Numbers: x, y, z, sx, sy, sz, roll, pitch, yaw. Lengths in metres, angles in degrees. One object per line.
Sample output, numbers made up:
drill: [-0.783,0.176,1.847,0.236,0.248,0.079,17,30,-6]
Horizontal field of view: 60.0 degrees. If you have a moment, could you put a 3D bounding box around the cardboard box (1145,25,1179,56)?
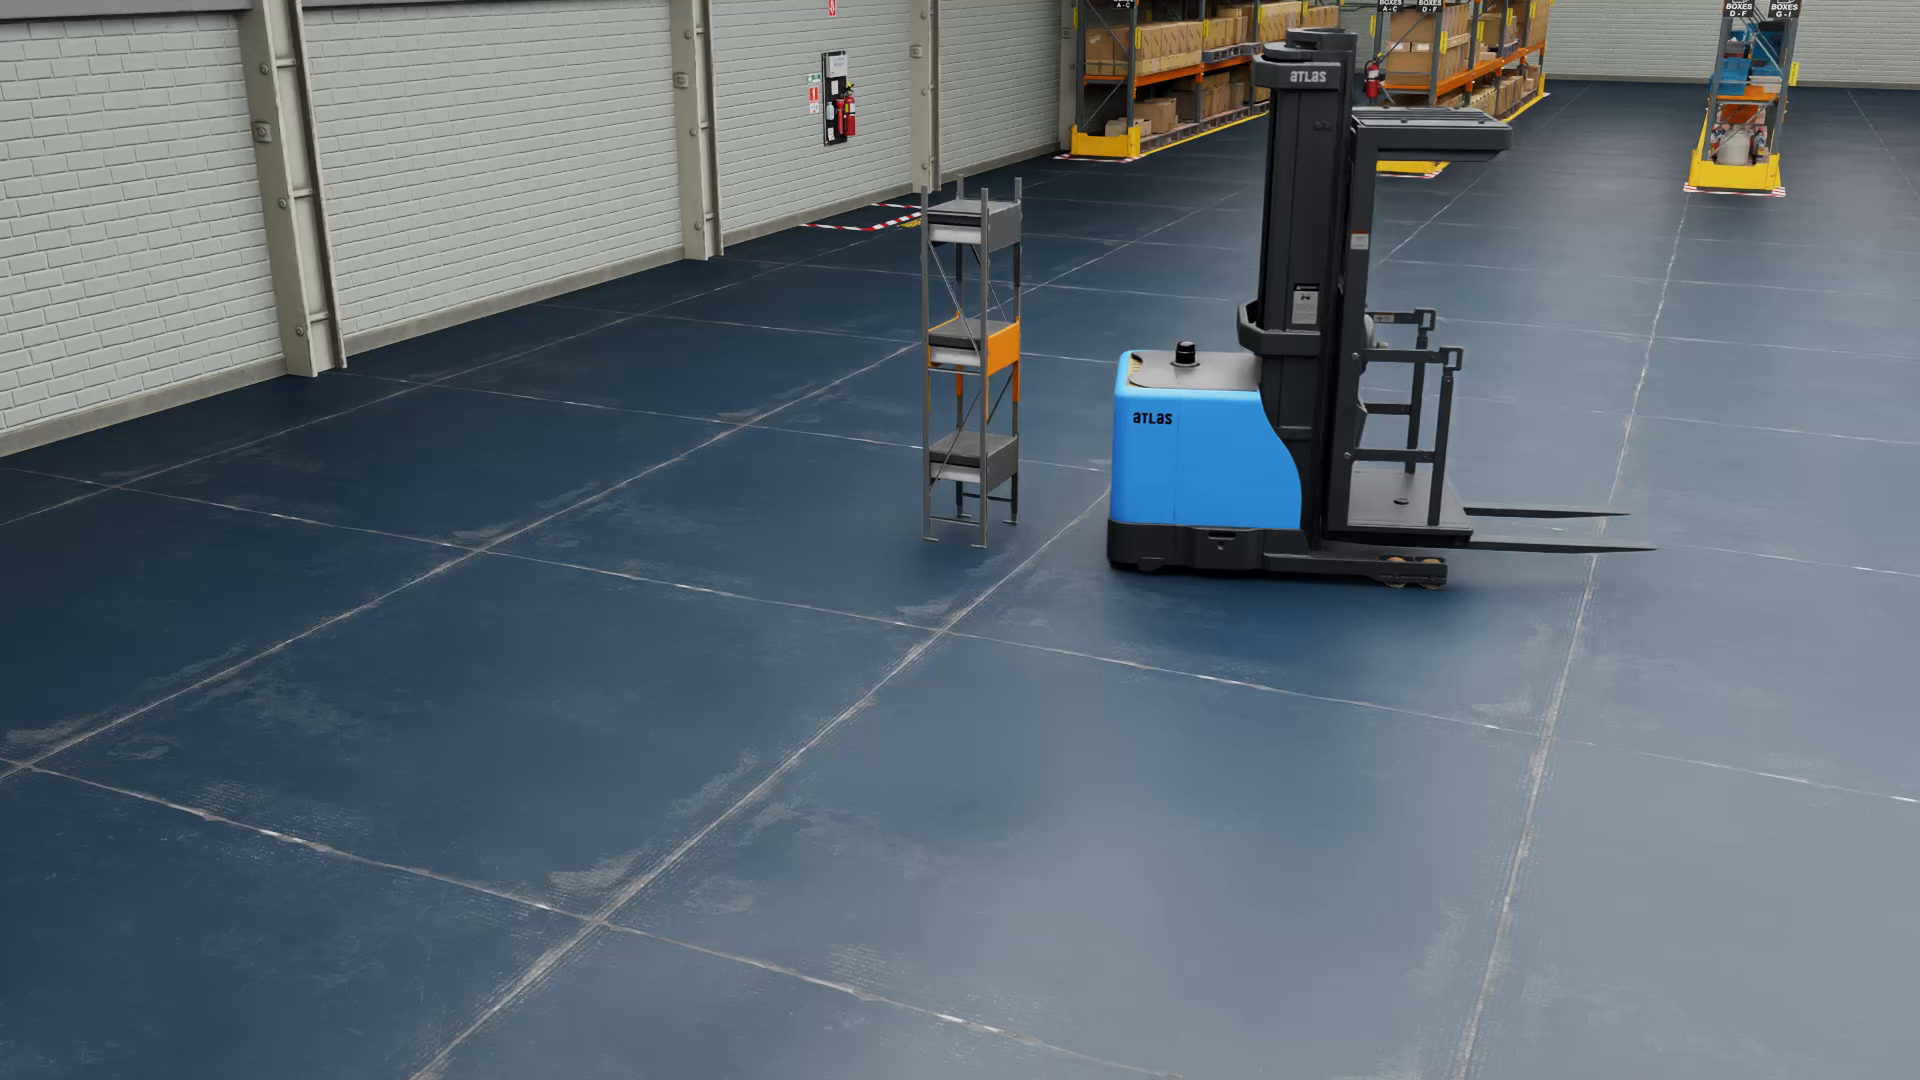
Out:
cardboard box: [3.560,-8.875,29.523,0.500,0.500,0.500,9,22,24]

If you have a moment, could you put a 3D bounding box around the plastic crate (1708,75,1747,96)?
plastic crate: [11.431,-6.777,24.769,0.499,0.251,0.616,9,21,23]

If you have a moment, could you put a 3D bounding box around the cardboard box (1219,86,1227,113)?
cardboard box: [4.995,-8.963,33.768,0.700,0.500,0.500,8,21,22]

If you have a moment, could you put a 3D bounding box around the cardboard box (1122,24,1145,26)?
cardboard box: [3.089,-8.942,29.712,0.500,0.500,0.500,9,21,23]

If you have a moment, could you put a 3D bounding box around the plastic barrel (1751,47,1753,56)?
plastic barrel: [14.376,-8.678,29.728,0.421,0.512,0.421,0,20,0]

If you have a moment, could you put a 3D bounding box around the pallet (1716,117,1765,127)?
pallet: [15.060,-8.031,32.236,1.003,0.211,1.213,9,21,23]

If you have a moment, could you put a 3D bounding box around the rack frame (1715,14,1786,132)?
rack frame: [14.775,-9.098,31.075,1.000,3.000,0.127,9,21,23]

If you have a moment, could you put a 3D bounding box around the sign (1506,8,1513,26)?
sign: [10.766,-10.249,32.584,0.100,0.325,0.005,9,21,23]

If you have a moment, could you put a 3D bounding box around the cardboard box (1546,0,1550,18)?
cardboard box: [13.602,-12.569,39.193,0.500,0.500,0.500,8,21,22]

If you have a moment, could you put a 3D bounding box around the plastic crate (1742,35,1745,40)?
plastic crate: [16.988,-10.969,36.495,0.416,0.233,0.300,9,21,23]

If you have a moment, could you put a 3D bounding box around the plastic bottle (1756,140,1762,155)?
plastic bottle: [12.666,-6.191,26.315,0.097,0.271,0.097,0,20,0]

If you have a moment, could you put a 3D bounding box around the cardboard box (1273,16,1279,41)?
cardboard box: [6.597,-11.078,36.019,0.500,0.500,0.500,8,21,22]

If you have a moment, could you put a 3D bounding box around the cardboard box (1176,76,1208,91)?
cardboard box: [4.562,-8.980,32.698,0.500,0.250,0.500,8,21,22]

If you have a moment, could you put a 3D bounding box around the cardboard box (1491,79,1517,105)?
cardboard box: [11.539,-9.538,35.386,0.500,0.500,0.500,9,21,23]

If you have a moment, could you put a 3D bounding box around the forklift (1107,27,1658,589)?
forklift: [2.393,-1.298,9.244,3.031,2.935,1.130,2,20,7]

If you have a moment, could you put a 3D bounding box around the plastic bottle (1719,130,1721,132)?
plastic bottle: [12.597,-6.649,27.585,0.061,0.283,0.133,9,21,23]

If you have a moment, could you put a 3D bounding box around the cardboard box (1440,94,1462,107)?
cardboard box: [8.414,-7.489,28.908,0.500,0.500,0.500,9,21,23]

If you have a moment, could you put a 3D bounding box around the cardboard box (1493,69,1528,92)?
cardboard box: [12.660,-10.608,38.389,0.797,0.503,0.637,9,21,23]

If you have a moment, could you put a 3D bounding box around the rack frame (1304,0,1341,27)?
rack frame: [9.013,-12.903,41.774,1.000,3.000,0.127,9,21,23]

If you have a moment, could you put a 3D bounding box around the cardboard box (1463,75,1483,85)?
cardboard box: [10.446,-9.498,34.154,0.500,0.250,0.500,9,22,25]

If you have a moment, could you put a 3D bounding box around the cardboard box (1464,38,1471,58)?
cardboard box: [9.165,-8.997,30.641,0.500,0.500,0.500,10,22,27]

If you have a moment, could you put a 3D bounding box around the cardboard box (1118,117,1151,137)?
cardboard box: [3.060,-7.326,29.448,0.500,0.311,0.500,11,22,27]

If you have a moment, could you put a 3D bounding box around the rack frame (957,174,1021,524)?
rack frame: [0.168,-1.114,9.969,0.400,2.100,0.015,9,21,23]

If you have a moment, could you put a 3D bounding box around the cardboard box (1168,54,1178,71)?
cardboard box: [3.573,-8.526,29.661,0.500,0.250,0.500,9,21,23]

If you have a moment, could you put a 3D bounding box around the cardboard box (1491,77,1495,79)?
cardboard box: [11.267,-9.752,35.988,0.500,0.500,0.500,9,21,23]

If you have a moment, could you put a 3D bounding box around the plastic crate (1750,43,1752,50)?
plastic crate: [16.734,-10.348,34.893,0.396,0.136,0.243,9,21,23]

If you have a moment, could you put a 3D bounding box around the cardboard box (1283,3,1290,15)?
cardboard box: [6.990,-11.742,36.766,0.500,0.250,0.500,9,21,24]

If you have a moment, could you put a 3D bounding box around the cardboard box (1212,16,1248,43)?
cardboard box: [5.554,-10.567,34.399,0.700,0.500,0.500,6,20,16]

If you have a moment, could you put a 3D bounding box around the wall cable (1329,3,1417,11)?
wall cable: [11.655,-15.947,46.013,3.097,2.526,0.112,9,21,23]

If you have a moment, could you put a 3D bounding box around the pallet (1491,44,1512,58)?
pallet: [10.471,-9.905,33.632,1.213,0.211,1.003,9,21,23]

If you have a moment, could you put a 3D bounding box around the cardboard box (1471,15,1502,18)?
cardboard box: [11.274,-10.914,35.404,0.700,0.500,0.500,12,23,31]

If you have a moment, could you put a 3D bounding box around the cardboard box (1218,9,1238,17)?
cardboard box: [5.505,-10.808,34.108,0.380,0.149,0.250,5,20,14]

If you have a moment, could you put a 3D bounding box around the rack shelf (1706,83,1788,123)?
rack shelf: [12.318,-6.925,26.038,1.077,0.370,4.000,9,21,23]

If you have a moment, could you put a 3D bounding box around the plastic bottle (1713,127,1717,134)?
plastic bottle: [12.428,-6.645,27.473,0.144,0.351,0.185,9,22,24]

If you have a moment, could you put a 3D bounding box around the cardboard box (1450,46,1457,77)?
cardboard box: [8.025,-8.152,28.265,0.700,0.500,0.500,9,21,24]

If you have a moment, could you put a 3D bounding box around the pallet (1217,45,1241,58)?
pallet: [4.964,-9.756,33.212,1.003,0.211,1.213,9,21,23]

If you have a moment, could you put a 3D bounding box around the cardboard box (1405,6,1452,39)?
cardboard box: [7.622,-8.465,27.209,0.700,0.500,0.500,9,21,23]

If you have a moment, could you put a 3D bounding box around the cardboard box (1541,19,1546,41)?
cardboard box: [13.389,-11.938,38.912,0.500,0.500,0.500,9,21,23]

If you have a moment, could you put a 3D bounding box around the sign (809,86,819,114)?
sign: [-1.866,-5.622,21.248,0.001,0.329,0.234,9,21,23]

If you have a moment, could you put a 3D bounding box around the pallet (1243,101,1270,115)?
pallet: [6.129,-9.374,36.014,1.003,0.211,1.213,9,21,23]

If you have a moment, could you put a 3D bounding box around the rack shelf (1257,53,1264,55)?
rack shelf: [6.556,-10.730,36.737,1.077,0.370,4.000,9,21,23]

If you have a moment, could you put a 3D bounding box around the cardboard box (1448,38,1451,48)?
cardboard box: [7.865,-8.171,27.350,0.380,0.149,0.250,8,21,22]

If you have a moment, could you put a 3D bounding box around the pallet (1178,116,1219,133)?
pallet: [4.417,-8.159,32.596,1.003,0.211,1.213,9,21,23]

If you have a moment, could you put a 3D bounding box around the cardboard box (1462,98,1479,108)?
cardboard box: [9.226,-7.967,30.535,0.500,0.311,0.500,8,21,22]

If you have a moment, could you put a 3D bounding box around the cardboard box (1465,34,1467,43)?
cardboard box: [8.601,-8.721,28.898,0.380,0.149,0.250,8,21,22]

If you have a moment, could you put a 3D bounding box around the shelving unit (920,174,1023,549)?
shelving unit: [0.068,-1.040,9.759,0.431,2.100,0.503,9,21,23]

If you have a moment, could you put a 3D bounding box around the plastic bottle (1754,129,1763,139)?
plastic bottle: [13.058,-6.540,27.177,0.144,0.351,0.185,7,21,20]

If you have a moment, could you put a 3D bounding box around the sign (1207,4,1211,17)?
sign: [5.229,-11.078,34.915,0.100,0.325,0.005,9,21,23]

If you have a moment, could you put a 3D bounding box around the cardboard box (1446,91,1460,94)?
cardboard box: [9.357,-8.508,32.057,0.500,0.311,0.500,8,21,21]

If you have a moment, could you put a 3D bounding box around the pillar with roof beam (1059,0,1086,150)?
pillar with roof beam: [5.886,-10.581,26.290,9.100,9.000,0.400,9,21,23]
